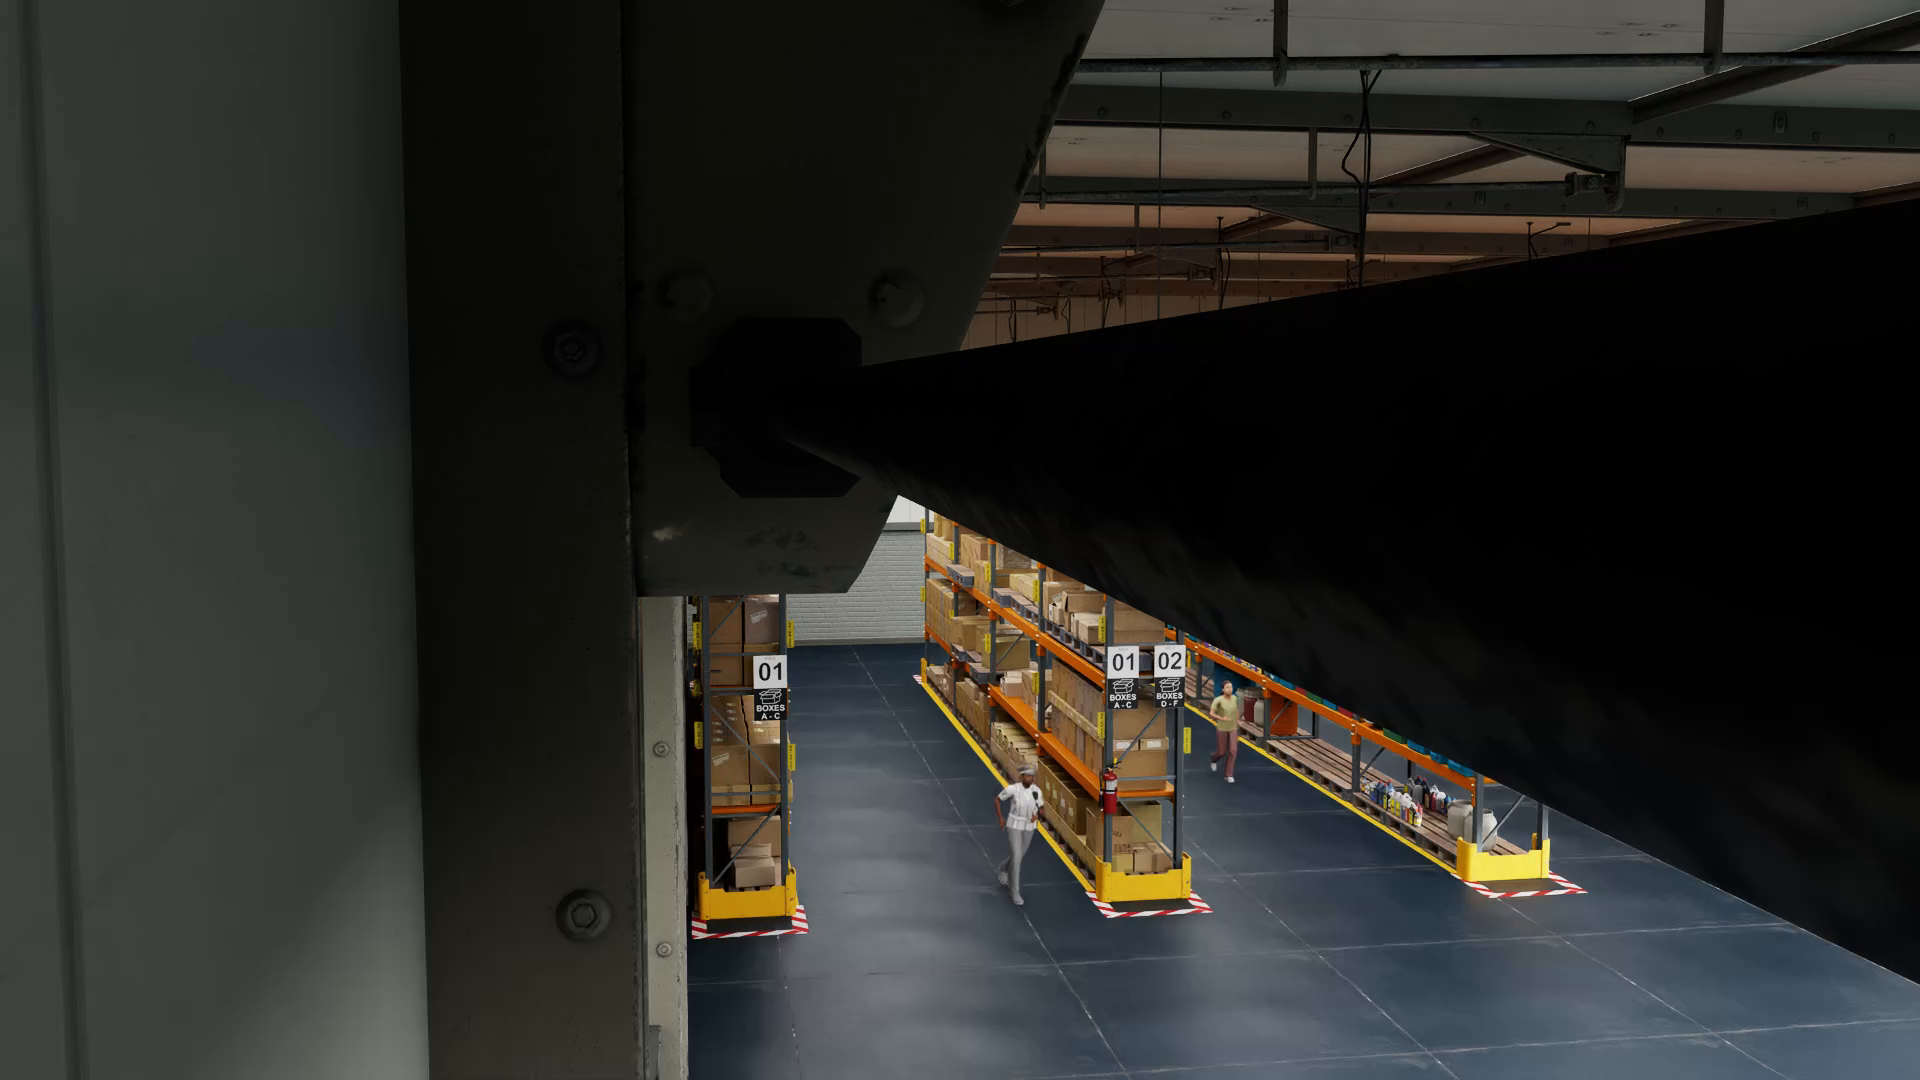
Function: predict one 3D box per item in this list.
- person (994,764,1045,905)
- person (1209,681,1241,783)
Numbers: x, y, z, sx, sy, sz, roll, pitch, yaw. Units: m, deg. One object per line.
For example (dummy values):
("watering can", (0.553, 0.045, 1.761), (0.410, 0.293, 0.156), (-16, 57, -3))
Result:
("person", (0.777, 3.651, 21.003), (0.628, 1.663, 0.927), (-2, 5, -22))
("person", (4.351, 3.107, 27.267), (0.584, 1.641, 0.772), (-1, 5, -16))
